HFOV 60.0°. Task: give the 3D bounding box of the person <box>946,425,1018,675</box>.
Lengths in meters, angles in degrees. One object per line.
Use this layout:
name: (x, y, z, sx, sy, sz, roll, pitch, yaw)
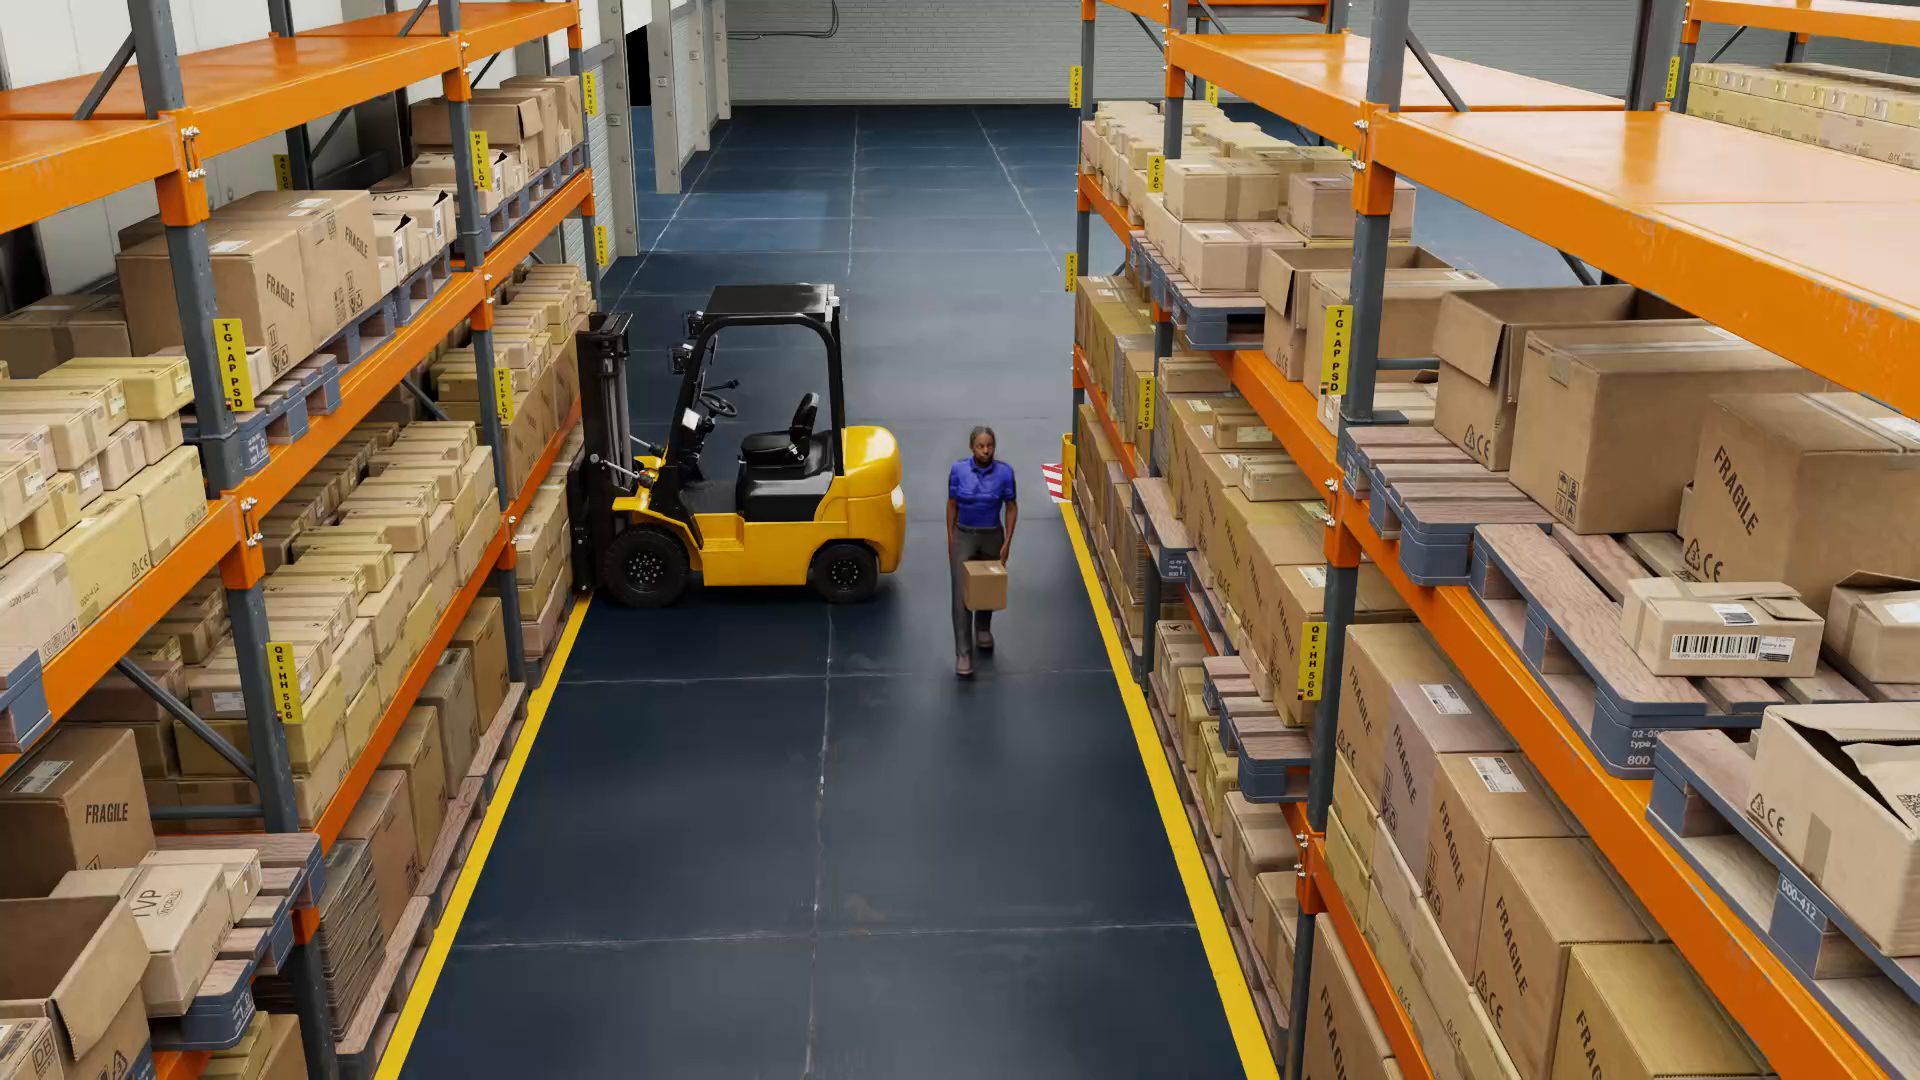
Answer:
person: (0.153, 0.037, 10.979, 0.470, 1.626, 0.852, -2, 21, -4)
